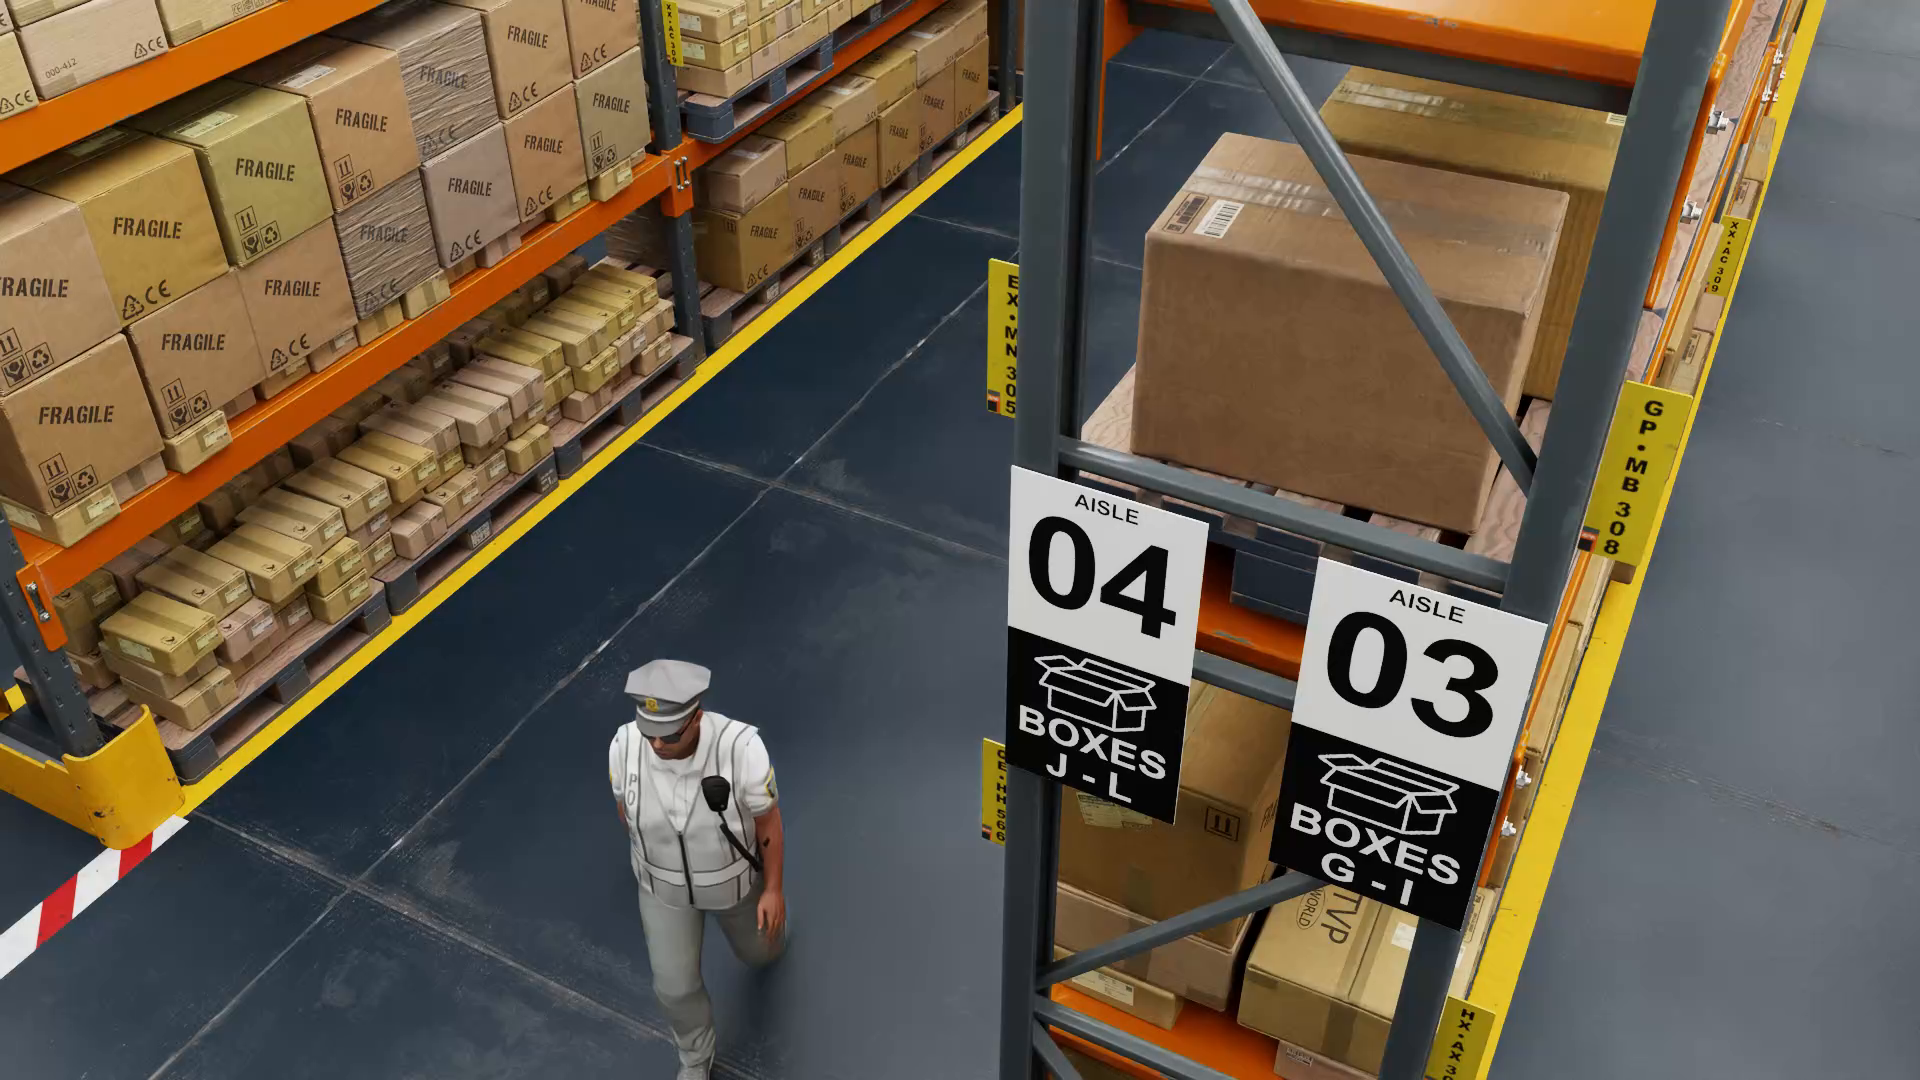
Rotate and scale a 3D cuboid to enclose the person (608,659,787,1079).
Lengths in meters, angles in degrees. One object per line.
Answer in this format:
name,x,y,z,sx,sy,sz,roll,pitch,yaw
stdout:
person,-0.826,1.017,5.402,0.538,1.717,0.889,0,38,0
